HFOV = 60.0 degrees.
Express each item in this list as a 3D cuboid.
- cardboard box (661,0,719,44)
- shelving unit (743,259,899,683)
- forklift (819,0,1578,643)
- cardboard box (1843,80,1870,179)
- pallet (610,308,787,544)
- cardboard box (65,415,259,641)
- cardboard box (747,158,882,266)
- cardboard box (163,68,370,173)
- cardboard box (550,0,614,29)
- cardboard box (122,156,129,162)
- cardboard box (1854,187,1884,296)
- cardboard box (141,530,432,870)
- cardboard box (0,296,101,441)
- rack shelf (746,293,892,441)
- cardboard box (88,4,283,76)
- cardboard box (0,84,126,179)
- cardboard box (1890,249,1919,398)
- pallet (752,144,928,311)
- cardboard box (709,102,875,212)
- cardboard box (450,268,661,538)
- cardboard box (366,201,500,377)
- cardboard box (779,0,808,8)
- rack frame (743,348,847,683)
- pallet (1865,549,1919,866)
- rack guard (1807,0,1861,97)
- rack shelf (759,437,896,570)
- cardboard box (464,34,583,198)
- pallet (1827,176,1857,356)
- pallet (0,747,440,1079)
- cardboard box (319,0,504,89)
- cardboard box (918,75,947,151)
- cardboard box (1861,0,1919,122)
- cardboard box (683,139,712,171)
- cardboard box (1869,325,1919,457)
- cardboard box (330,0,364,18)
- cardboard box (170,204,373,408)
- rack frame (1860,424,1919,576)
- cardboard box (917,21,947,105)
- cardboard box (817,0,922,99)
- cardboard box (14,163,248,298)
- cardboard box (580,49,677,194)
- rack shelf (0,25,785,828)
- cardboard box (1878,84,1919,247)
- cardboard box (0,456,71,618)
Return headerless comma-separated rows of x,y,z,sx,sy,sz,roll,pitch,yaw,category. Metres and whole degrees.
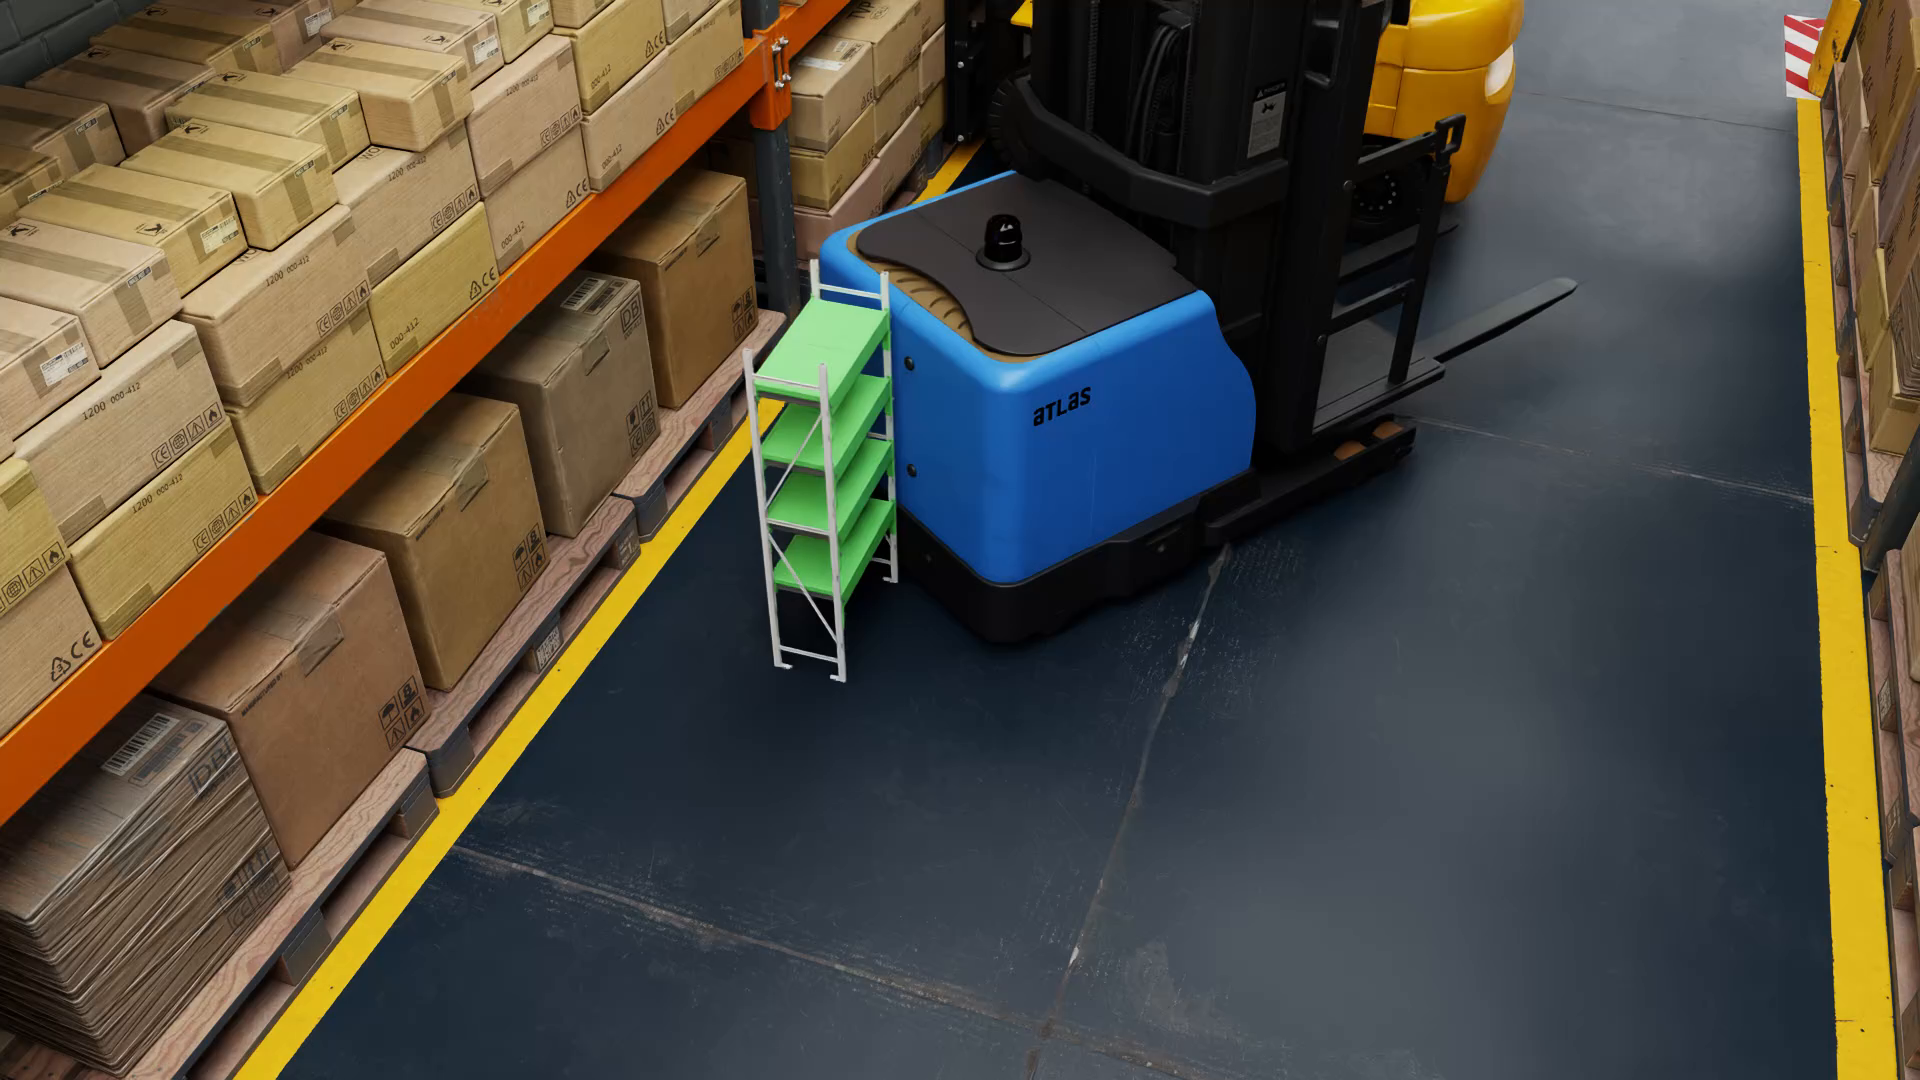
-1.053,-1.834,5.319,0.500,0.250,0.500,12,42,14,cardboard box
-0.398,-0.187,5.044,0.258,1.200,0.503,12,42,14,shelving unit
1.034,-1.559,5.319,3.031,2.935,1.130,-25,47,-27,forklift
4.191,-1.771,7.310,0.500,0.250,0.500,15,43,17,cardboard box
-1.341,-0.539,6.219,1.003,0.211,1.213,13,42,15,pallet
-1.935,-0.083,3.652,0.500,0.250,0.500,12,42,14,cardboard box
-0.649,-1.393,6.866,0.500,0.250,0.500,14,42,16,cardboard box
-1.678,-1.001,4.036,0.380,0.149,0.250,13,42,15,cardboard box
-1.203,-1.596,4.733,0.380,0.149,0.250,12,42,14,cardboard box
-2.075,-1.009,4.352,0.500,0.250,0.500,13,42,14,cardboard box
3.841,-1.128,6.556,0.500,0.250,0.500,14,42,16,cardboard box
-2.051,0.348,4.537,0.875,0.625,0.625,15,43,16,cardboard box
-1.954,-0.357,3.281,0.380,0.149,0.250,14,43,16,cardboard box
-0.398,-0.503,4.774,0.258,0.148,0.480,12,42,14,rack shelf
-2.012,-1.256,4.334,0.380,0.149,0.250,14,42,15,cardboard box
-2.254,-0.953,3.979,0.380,0.149,0.250,13,42,14,cardboard box
3.490,-0.778,5.568,0.500,0.500,0.500,13,42,14,cardboard box
-0.814,-1.473,7.313,1.003,0.211,1.213,13,42,15,pallet
-0.670,-1.588,6.710,0.500,0.250,0.500,13,42,15,cardboard box
-1.566,-0.522,5.556,0.875,0.625,0.625,13,42,15,cardboard box
-1.587,-0.715,4.392,0.500,0.250,0.500,15,43,16,cardboard box
-0.728,-2.308,6.067,0.500,0.500,0.500,12,42,14,cardboard box
-0.473,-0.036,4.868,0.240,1.200,0.015,12,42,14,rack frame
3.275,0.578,4.910,1.003,0.211,1.213,13,42,15,pallet
4.882,-2.401,8.179,1.175,0.500,0.348,13,42,15,rack guard
-0.398,-0.138,5.086,0.258,0.148,0.480,12,42,14,rack shelf
-1.403,-1.209,4.586,0.500,0.250,0.500,14,42,16,cardboard box
4.152,-1.061,6.832,1.003,0.211,1.213,13,42,15,pallet
-2.175,0.949,4.474,1.003,0.211,1.213,13,42,15,pallet
-1.443,-1.299,4.384,0.380,0.149,0.250,14,42,15,cardboard box
-0.329,-2.023,7.605,0.500,0.250,0.500,14,42,16,cardboard box
4.190,-2.032,7.038,0.500,0.500,0.500,12,42,13,cardboard box
-1.151,-1.704,6.846,0.500,0.250,0.500,12,42,14,cardboard box
3.490,-0.492,5.811,0.500,0.250,0.500,15,43,17,cardboard box
-1.851,-1.565,4.696,0.380,0.149,0.250,13,42,15,cardboard box
-1.744,-0.588,3.858,0.500,0.250,0.500,12,42,14,cardboard box
3.540,-0.958,4.562,1.000,3.000,0.127,13,42,15,rack frame
-0.317,-2.200,7.427,0.500,0.250,0.500,13,42,15,cardboard box
-0.481,-2.087,6.909,0.500,0.250,0.500,13,42,15,cardboard box
-1.818,-0.679,3.658,0.380,0.149,0.250,14,42,16,cardboard box
-1.219,-1.327,5.110,0.500,0.250,0.500,13,42,15,cardboard box
-1.809,-0.564,4.654,1.077,0.370,4.000,13,42,15,rack shelf
3.836,-1.400,6.297,0.500,0.500,0.500,15,43,17,cardboard box
-2.088,0.038,3.125,0.500,0.250,0.500,13,42,15,cardboard box
